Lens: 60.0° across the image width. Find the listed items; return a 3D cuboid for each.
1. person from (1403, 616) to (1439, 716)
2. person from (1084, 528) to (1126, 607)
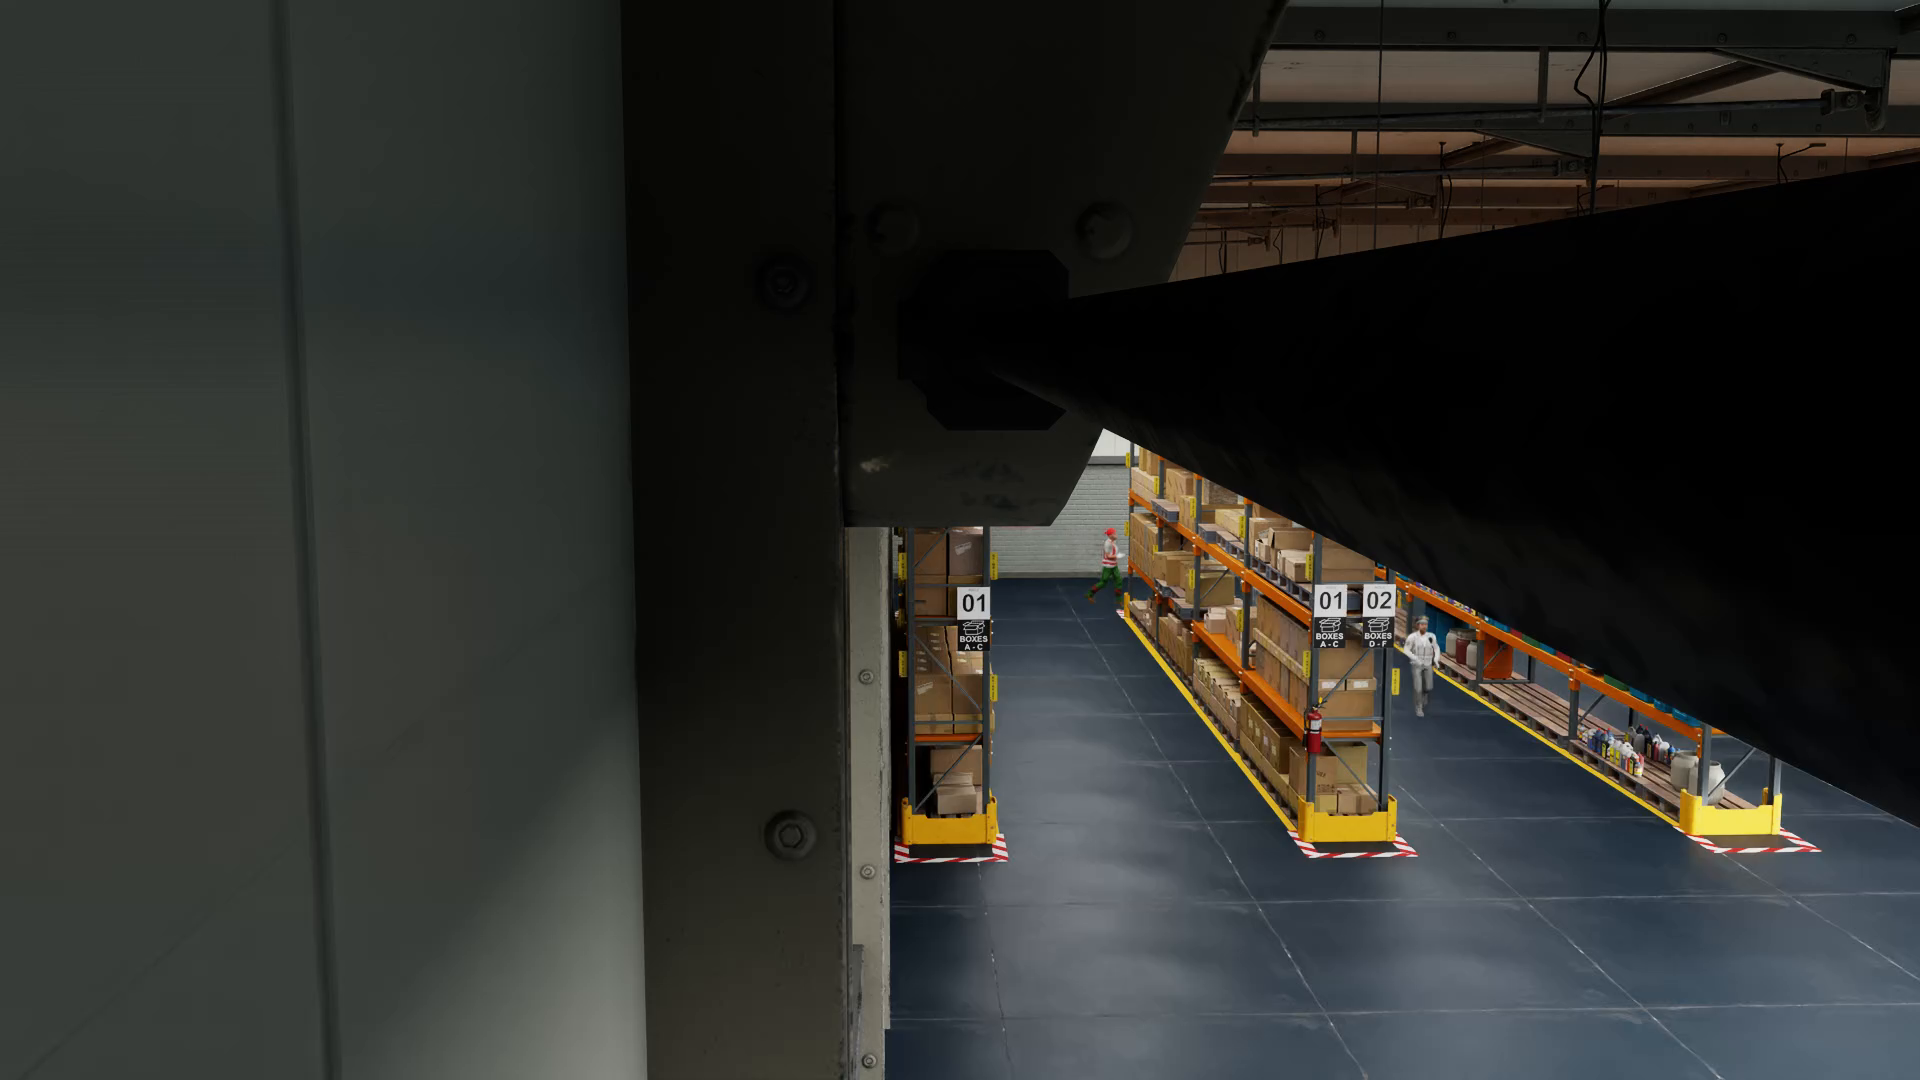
[{"bbox_3d":[7.523,2.050,27.143,0.566,1.658,0.548,0,7,3],"label":"person"},{"bbox_3d":[3.339,0.621,37.641,0.983,1.813,0.673,3,8,21],"label":"person"}]
